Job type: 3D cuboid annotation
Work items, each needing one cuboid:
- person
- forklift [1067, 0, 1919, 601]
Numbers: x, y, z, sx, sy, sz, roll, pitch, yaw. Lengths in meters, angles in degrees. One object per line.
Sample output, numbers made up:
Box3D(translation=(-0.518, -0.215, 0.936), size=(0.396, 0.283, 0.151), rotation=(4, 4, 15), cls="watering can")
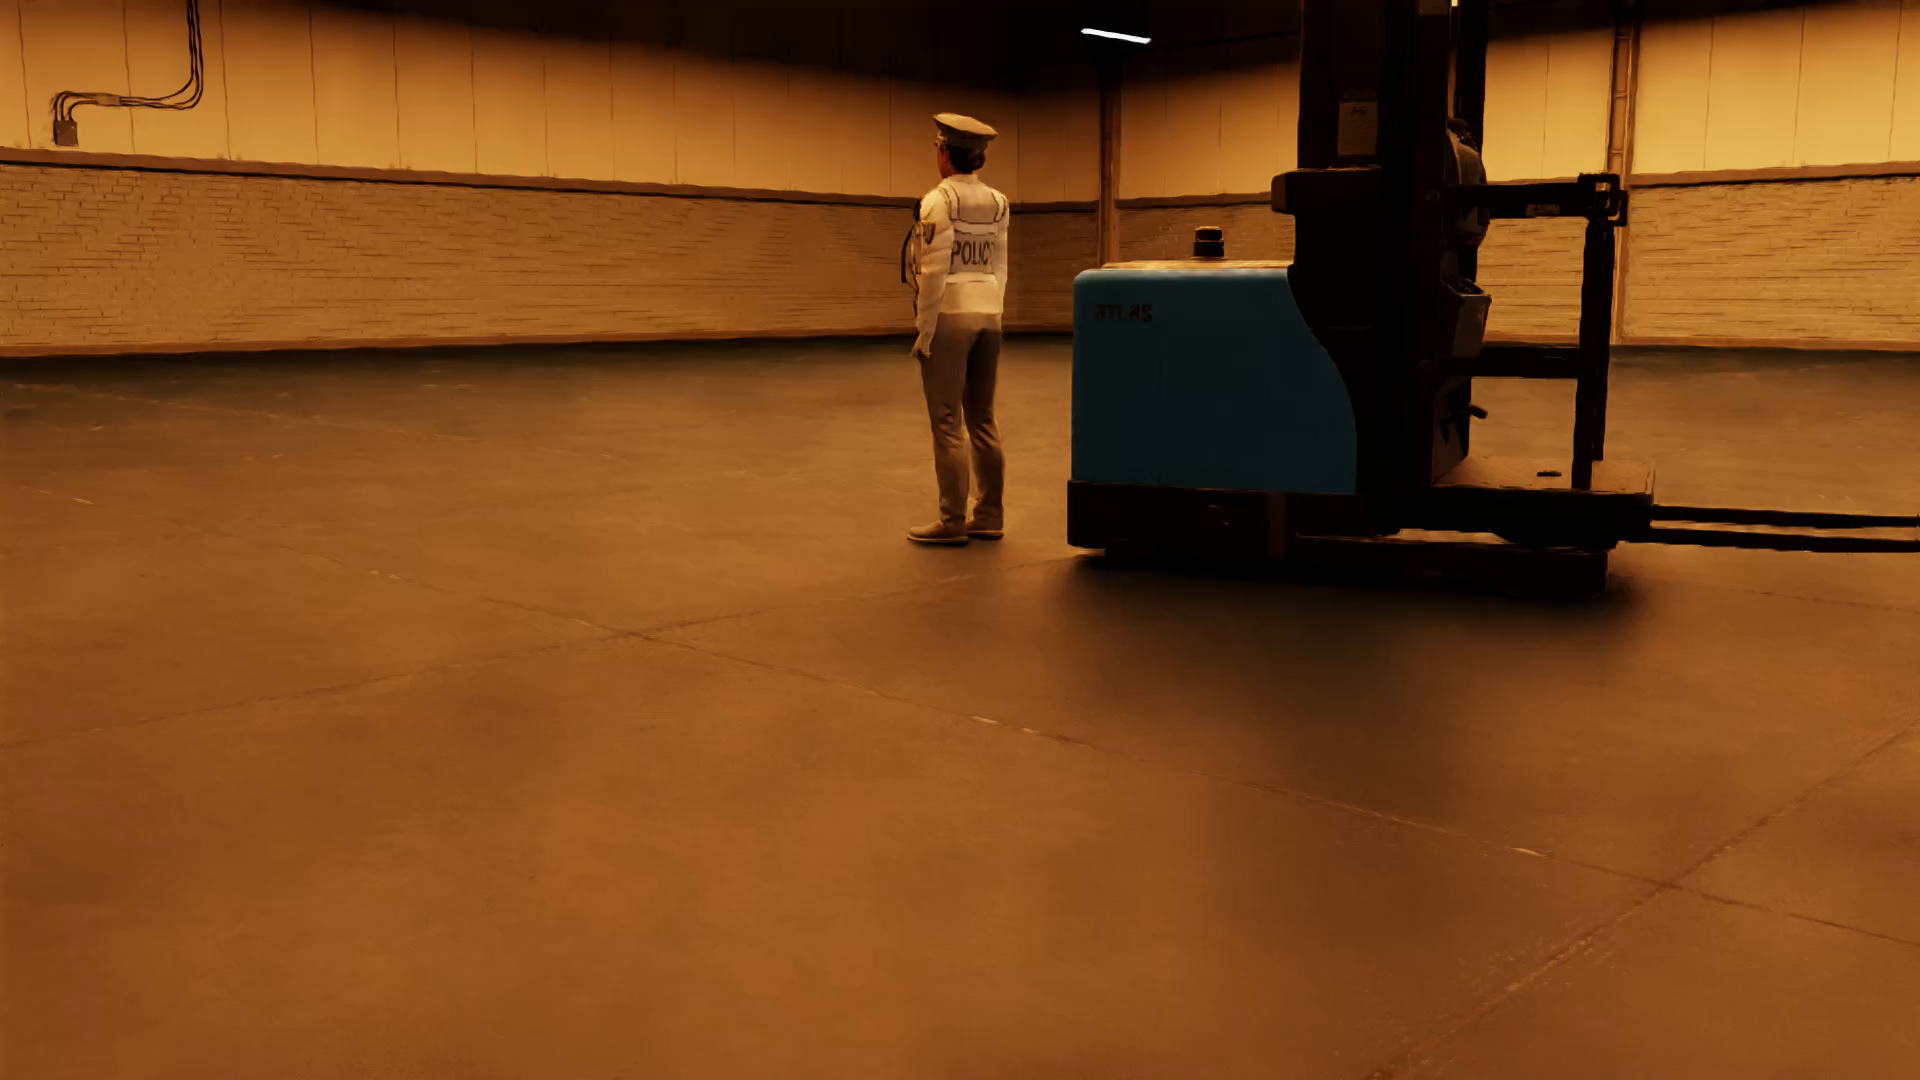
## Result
Box3D(translation=(-0.012, -0.835, 6.601), size=(0.337, 1.692, 0.463), rotation=(8, 12, 43), cls="person")
Box3D(translation=(1.961, -1.340, 5.772), size=(3.031, 2.935, 1.130), rotation=(4, 9, 23), cls="forklift")
